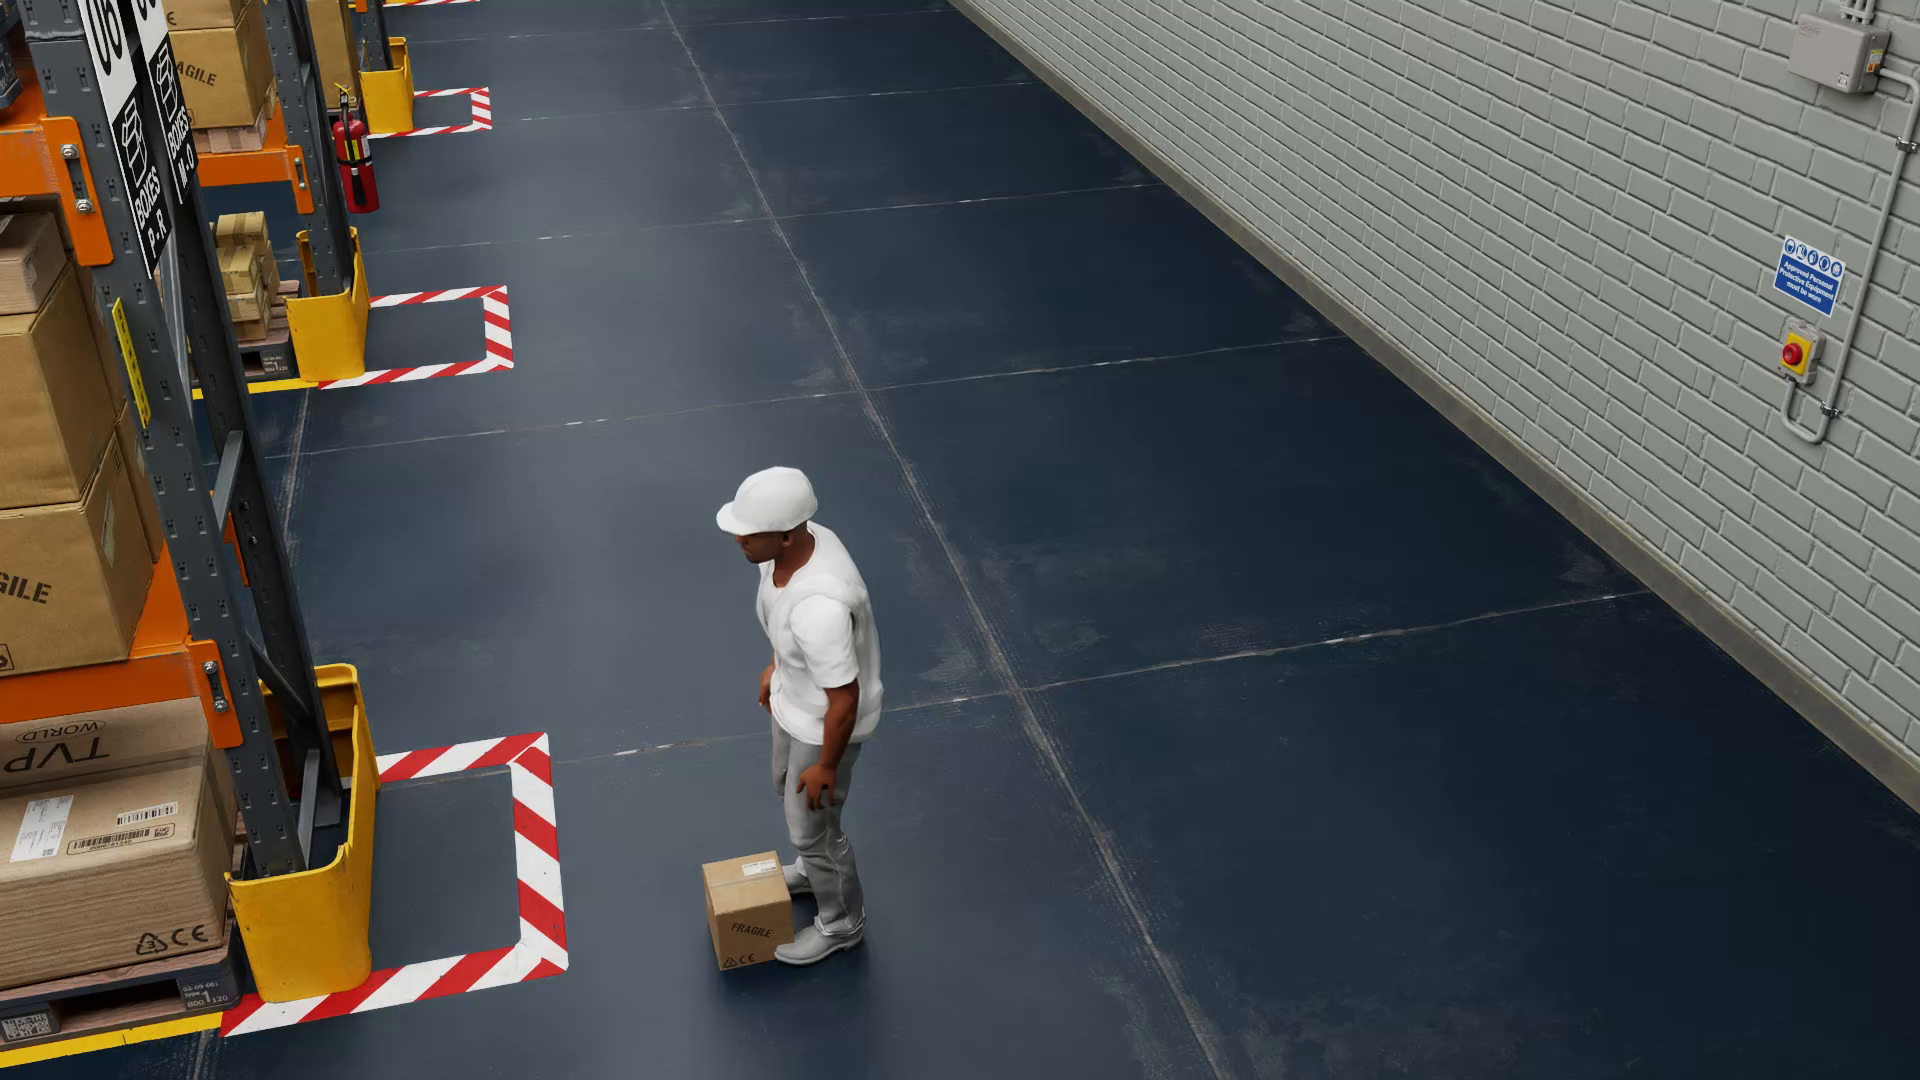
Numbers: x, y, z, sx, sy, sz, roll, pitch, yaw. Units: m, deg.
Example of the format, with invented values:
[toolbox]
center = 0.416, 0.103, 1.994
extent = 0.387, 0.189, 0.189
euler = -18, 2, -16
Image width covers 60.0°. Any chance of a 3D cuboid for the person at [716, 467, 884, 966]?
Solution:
[person]
center = -0.481, 0.543, 5.175
extent = 0.454, 1.761, 0.635
euler = -9, 31, -16
